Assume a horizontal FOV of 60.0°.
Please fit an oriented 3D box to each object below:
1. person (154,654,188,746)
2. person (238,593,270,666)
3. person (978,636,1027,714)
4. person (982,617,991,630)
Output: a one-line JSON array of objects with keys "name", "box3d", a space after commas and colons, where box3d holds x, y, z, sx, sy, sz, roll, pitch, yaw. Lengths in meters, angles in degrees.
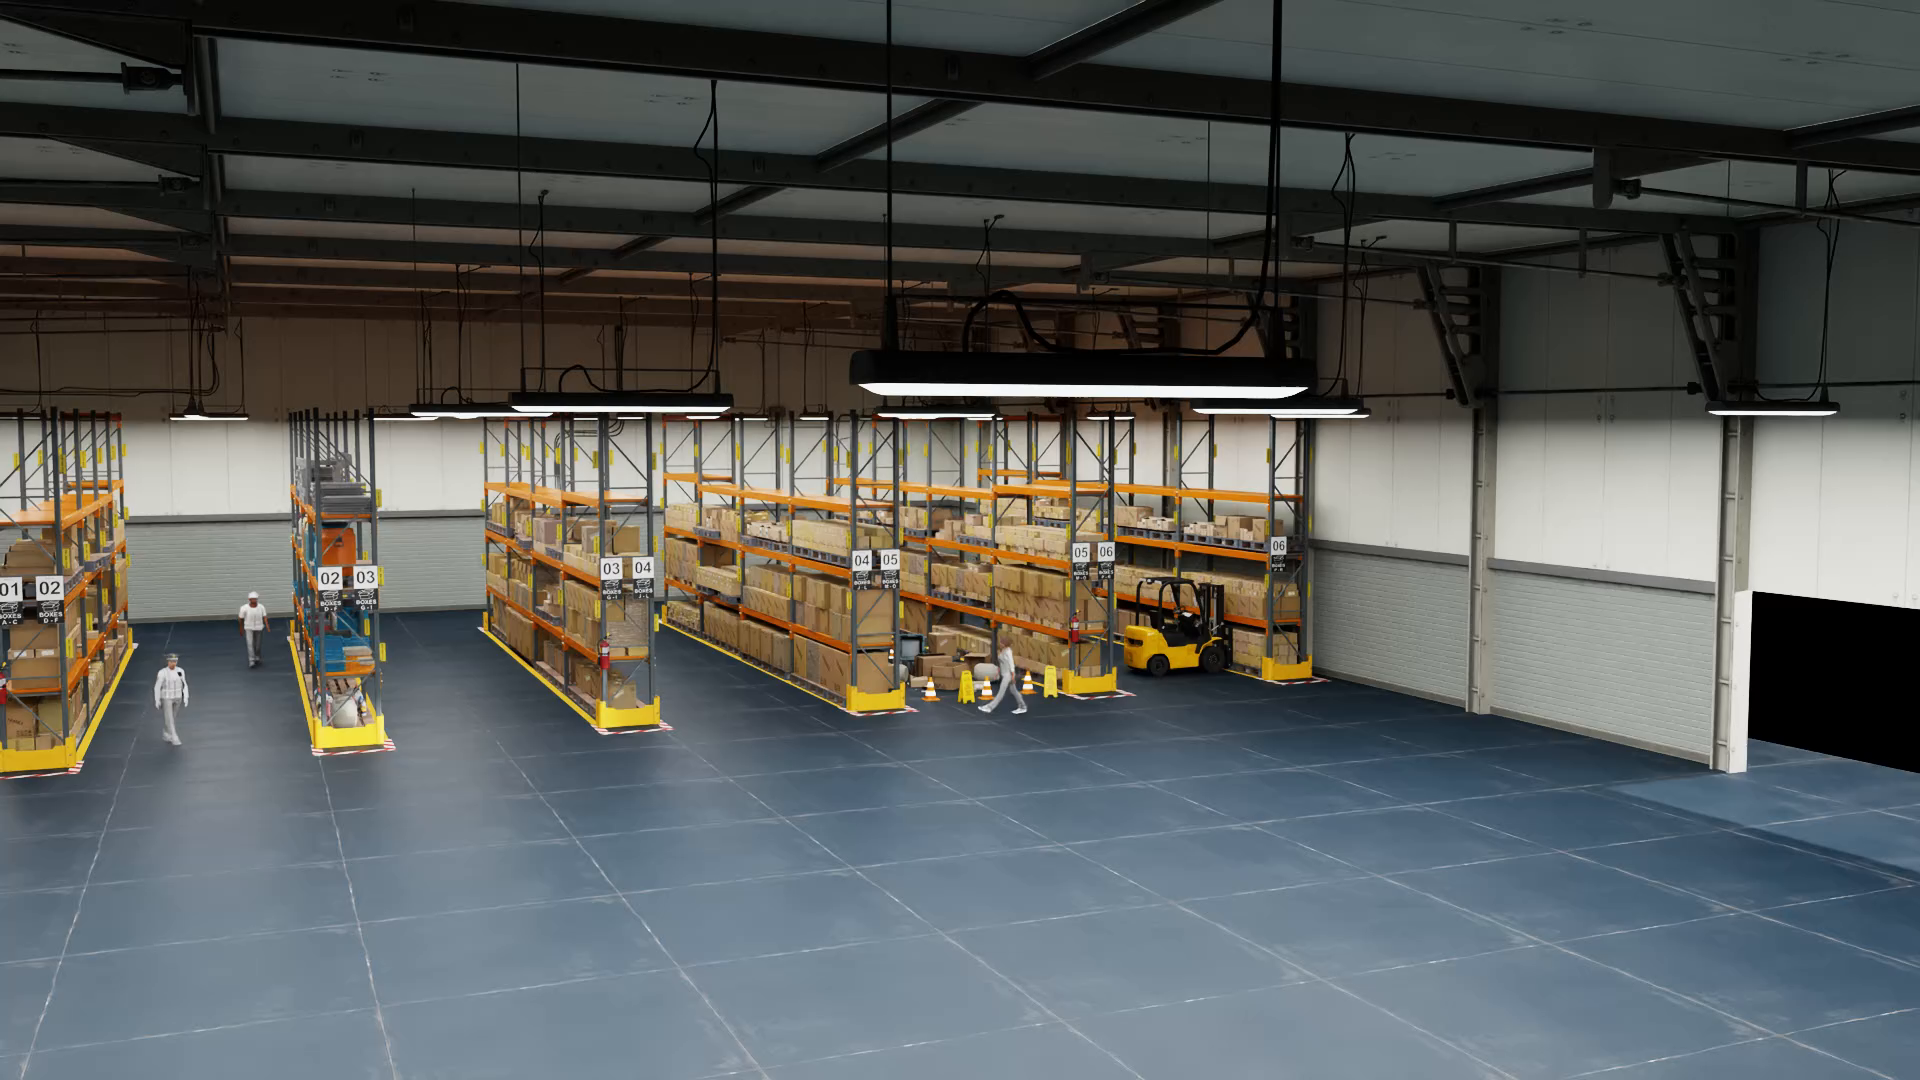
[{"name": "person", "box3d": [-13.967, 2.819, 29.539, 1.001, 1.613, 0.501, 3, 5, 35]}, {"name": "person", "box3d": [-16.714, 2.096, 39.381, 0.684, 1.710, 1.081, -2, 4, -26]}, {"name": "person", "box3d": [0.837, 2.650, 32.616, 0.982, 1.543, 0.434, 0, 4, -3]}, {"name": "person", "box3d": [0.764, 1.554, 44.692, 0.692, 1.688, 0.634, 4, 5, 42]}]
